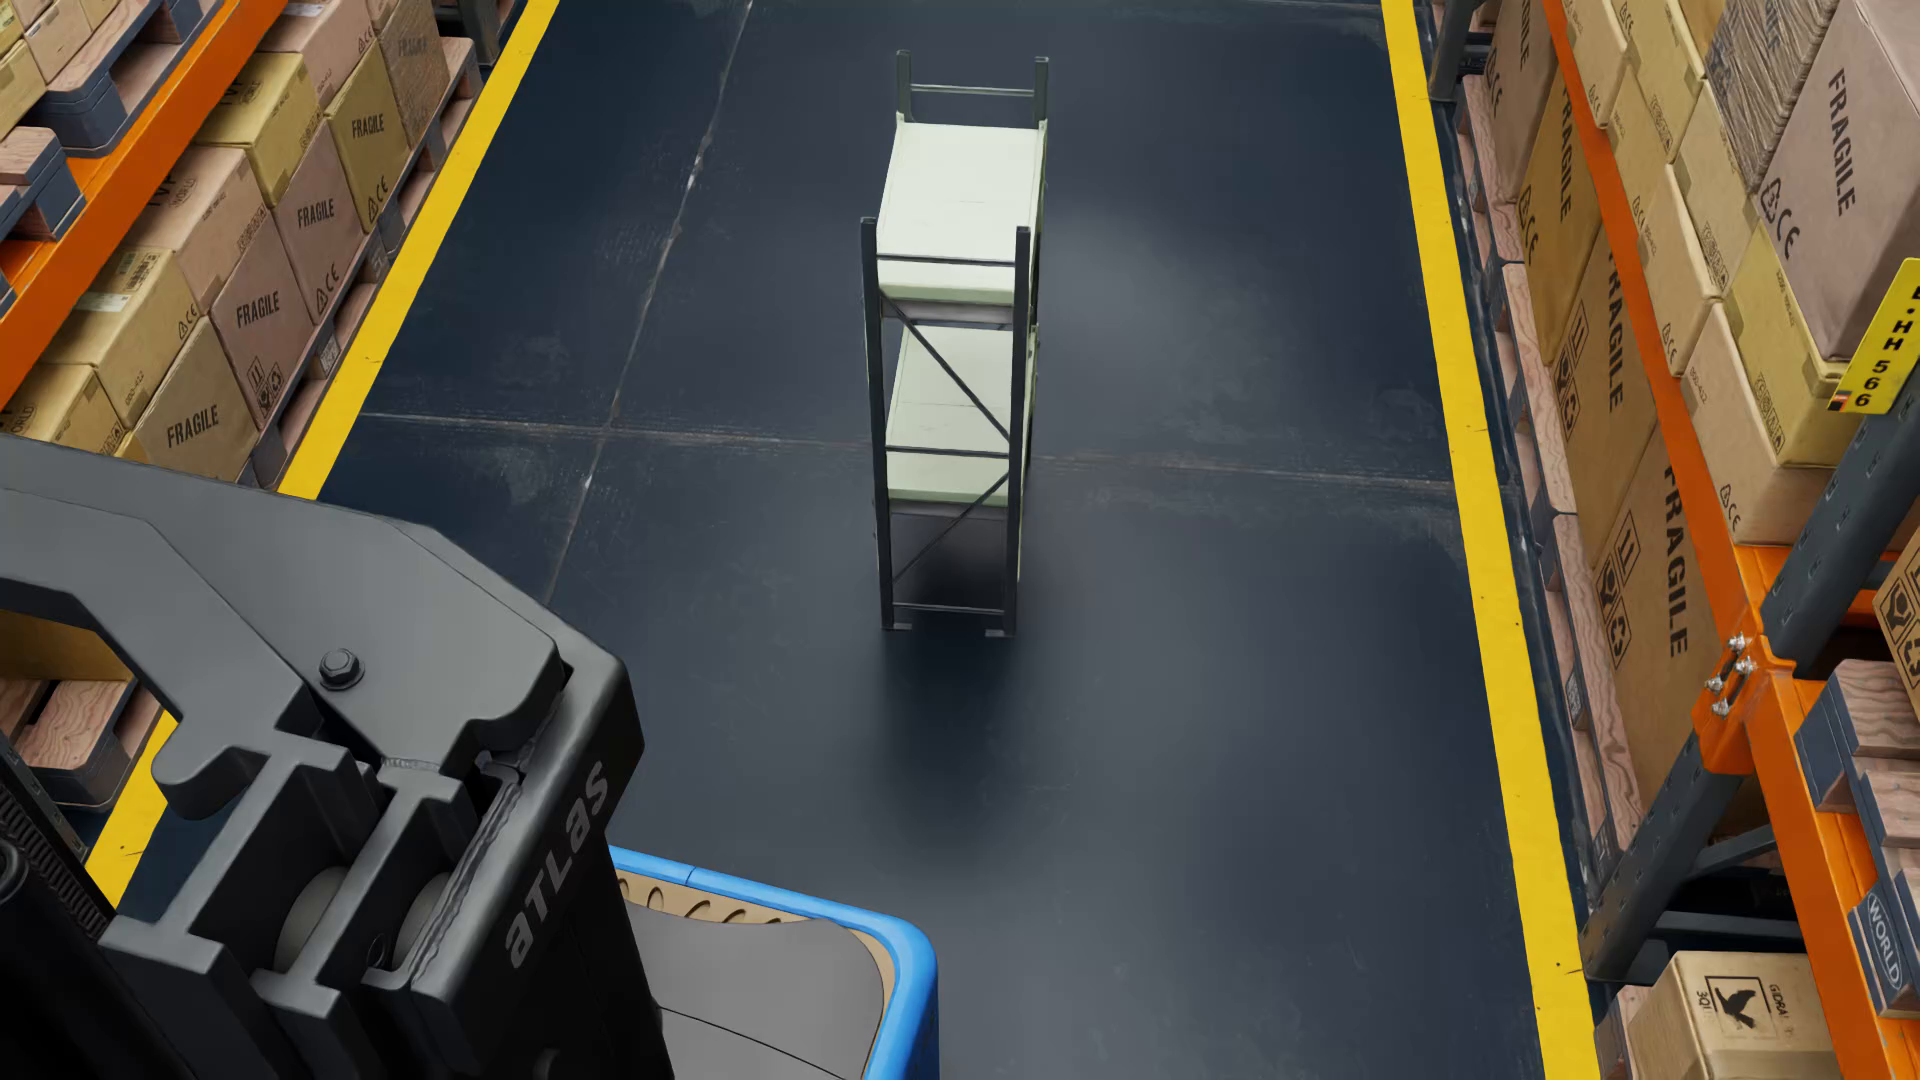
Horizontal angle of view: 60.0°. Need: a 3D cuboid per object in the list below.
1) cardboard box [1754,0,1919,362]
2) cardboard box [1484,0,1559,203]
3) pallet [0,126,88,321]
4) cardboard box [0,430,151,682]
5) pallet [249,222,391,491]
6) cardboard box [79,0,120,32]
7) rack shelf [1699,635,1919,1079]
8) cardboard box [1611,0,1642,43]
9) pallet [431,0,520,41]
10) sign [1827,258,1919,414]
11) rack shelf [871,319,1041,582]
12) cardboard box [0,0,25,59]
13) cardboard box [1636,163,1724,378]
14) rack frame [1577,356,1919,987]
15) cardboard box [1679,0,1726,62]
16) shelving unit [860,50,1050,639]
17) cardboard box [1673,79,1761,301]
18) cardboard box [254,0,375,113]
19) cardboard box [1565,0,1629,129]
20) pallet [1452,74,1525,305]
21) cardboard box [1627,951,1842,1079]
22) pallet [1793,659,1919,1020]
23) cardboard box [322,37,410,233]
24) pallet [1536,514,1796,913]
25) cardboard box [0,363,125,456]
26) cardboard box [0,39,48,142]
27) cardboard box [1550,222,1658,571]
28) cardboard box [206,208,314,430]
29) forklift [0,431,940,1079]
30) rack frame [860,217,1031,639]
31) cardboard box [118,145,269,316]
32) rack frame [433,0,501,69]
[{"bbox_3d":[1.878,-0.673,3.087,0.500,0.500,0.500,3,48,2],"label":"cardboard box"},{"bbox_3d":[2.479,-1.807,6.025,0.875,0.875,0.875,5,48,5],"label":"cardboard box"},{"bbox_3d":[-2.889,-0.629,3.922,1.213,0.211,1.003,4,48,4],"label":"pallet"},{"bbox_3d":[-2.529,0.037,4.593,0.500,0.500,0.500,2,48,2],"label":"cardboard box"},{"bbox_3d":[-2.661,-0.690,5.738,1.003,0.211,1.213,4,48,4],"label":"pallet"},{"bbox_3d":[-2.487,-1.509,4.483,0.380,0.149,0.250,4,48,4],"label":"cardboard box"},{"bbox_3d":[1.909,1.808,2.051,1.077,0.370,4.000,4,48,4],"label":"rack shelf"},{"bbox_3d":[1.999,-1.531,4.381,0.500,0.250,0.500,3,48,2],"label":"cardboard box"},{"bbox_3d":[-2.457,-2.657,7.537,1.003,0.211,1.213,4,48,4],"label":"pallet"},{"bbox_3d":[1.538,-0.330,2.734,0.100,0.325,0.005,4,48,4],"label":"sign"},{"bbox_3d":[-0.001,-0.281,4.933,0.431,0.370,0.720,4,48,4],"label":"rack shelf"},{"bbox_3d":[-2.537,-1.243,4.038,0.380,0.149,0.250,4,48,4],"label":"cardboard box"},{"bbox_3d":[1.909,-0.619,3.885,0.500,0.250,0.500,5,48,4],"label":"cardboard box"},{"bbox_3d":[2.091,0.096,3.129,1.000,3.000,0.127,4,48,4],"label":"rack frame"},{"bbox_3d":[1.968,-1.415,3.766,0.500,0.500,0.500,4,48,4],"label":"cardboard box"},{"bbox_3d":[-0.001,-0.501,4.692,0.431,1.500,0.755,4,48,4],"label":"shelving unit"},{"bbox_3d":[1.925,-0.772,3.686,0.500,0.250,0.500,3,48,3],"label":"cardboard box"},{"bbox_3d":[-2.359,-1.712,5.684,0.500,0.250,0.500,6,48,5],"label":"cardboard box"},{"bbox_3d":[1.990,-1.365,4.567,0.500,0.250,0.500,3,48,3],"label":"cardboard box"},{"bbox_3d":[2.460,-1.330,6.324,1.003,0.211,1.213,4,48,4],"label":"pallet"},{"bbox_3d":[2.030,1.256,3.565,0.950,0.372,0.625,1,48,1],"label":"cardboard box"},{"bbox_3d":[2.132,0.692,2.715,1.213,0.211,1.003,4,48,4],"label":"pallet"},{"bbox_3d":[-2.347,-1.462,5.964,0.500,0.500,0.500,3,48,3],"label":"cardboard box"},{"bbox_3d":[2.238,0.463,4.684,1.003,0.211,1.213,4,48,4],"label":"pallet"},{"bbox_3d":[-2.544,-0.204,4.305,0.500,0.250,0.500,2,48,2],"label":"cardboard box"},{"bbox_3d":[-2.534,-1.129,4.135,0.380,0.149,0.250,6,48,5],"label":"cardboard box"},{"bbox_3d":[2.322,-0.486,4.817,0.875,0.875,0.875,4,48,4],"label":"cardboard box"},{"bbox_3d":[-2.445,-0.711,5.277,0.500,0.500,0.500,3,48,3],"label":"cardboard box"},{"bbox_3d":[-0.918,1.419,1.966,1.130,2.935,3.031,12,49,11],"label":"forklift"},{"bbox_3d":[-0.034,-0.232,4.446,0.400,1.500,0.023,4,48,4],"label":"rack frame"},{"bbox_3d":[-2.440,-0.940,4.978,0.500,0.250,0.500,4,48,4],"label":"cardboard box"},{"bbox_3d":[-2.483,-3.102,6.054,1.000,3.000,0.127,4,48,4],"label":"rack frame"}]
